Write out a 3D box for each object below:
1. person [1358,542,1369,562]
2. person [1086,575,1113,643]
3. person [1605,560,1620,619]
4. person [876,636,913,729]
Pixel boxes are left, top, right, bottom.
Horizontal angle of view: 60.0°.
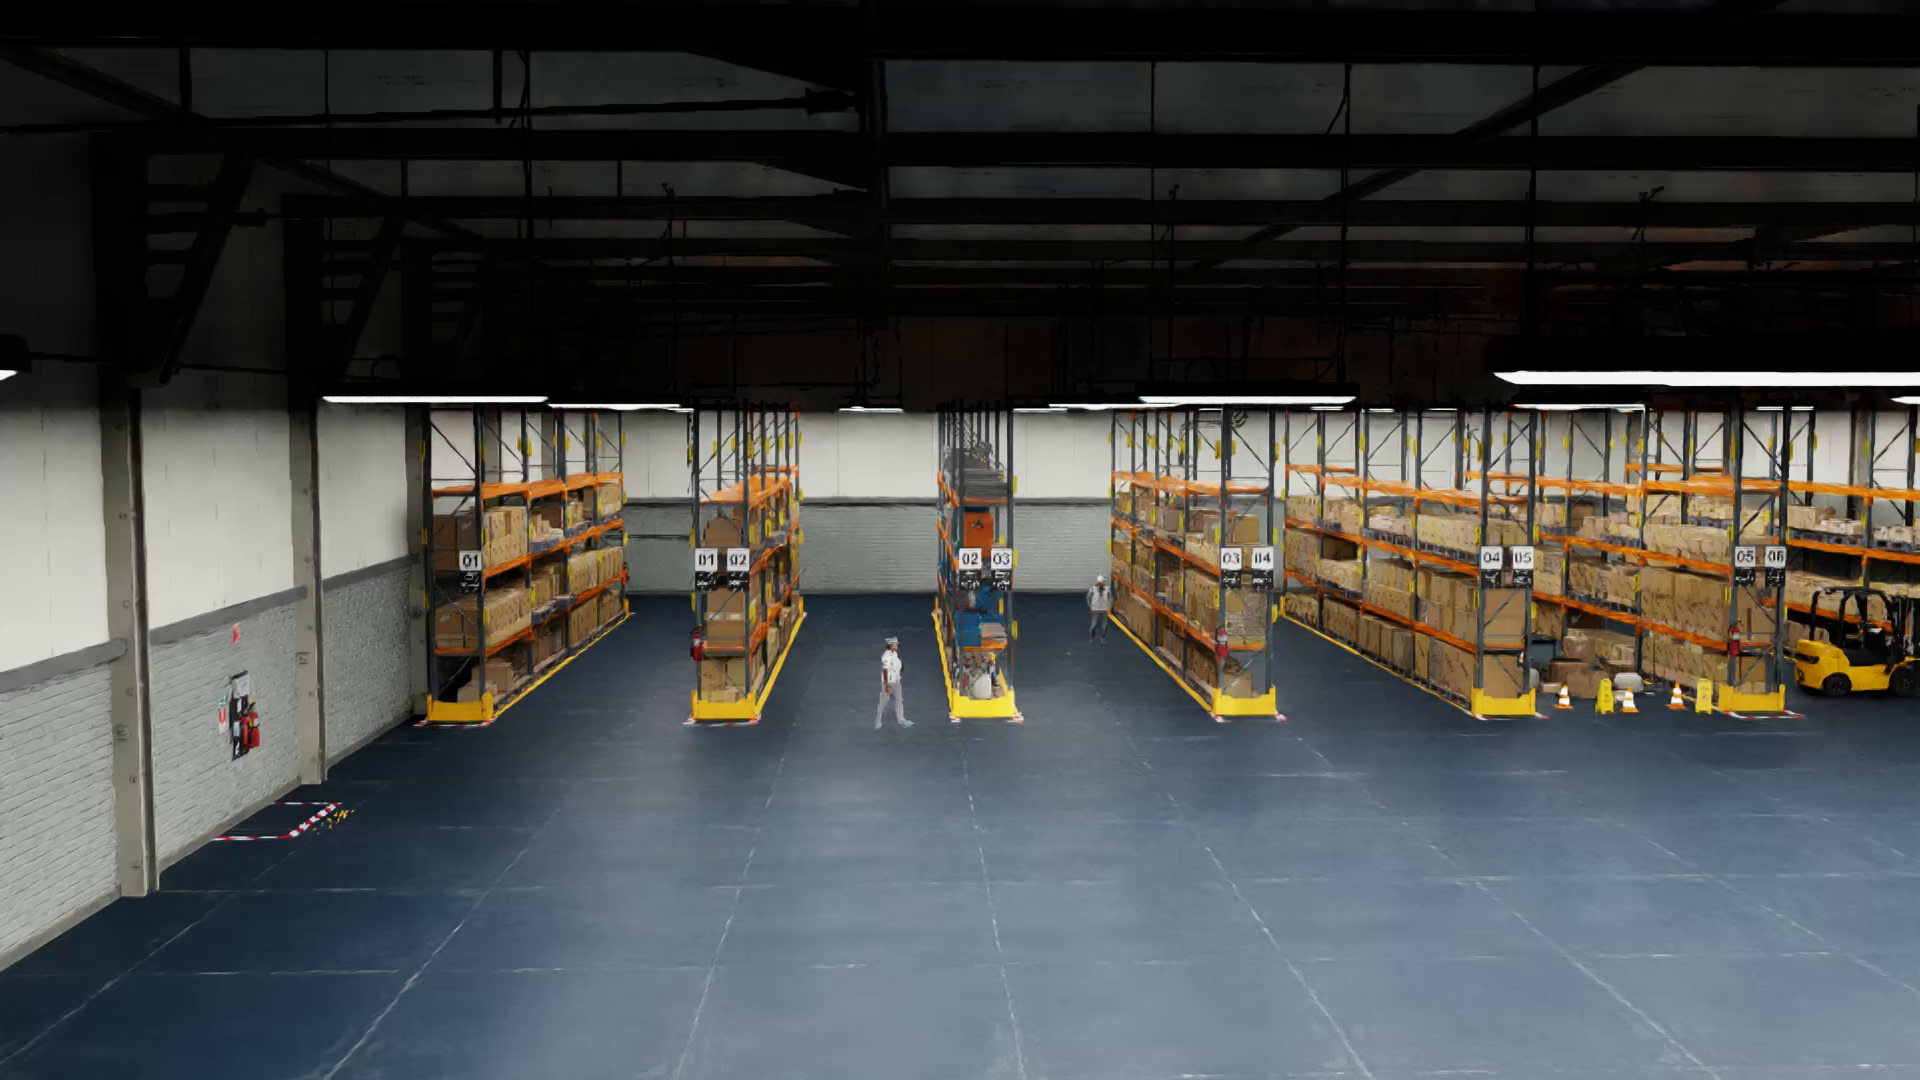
[{"bbox_3d":[12.582,0.878,52.236,0.624,1.768,0.604,3,5,33],"label":"person"},{"bbox_3d":[3.478,1.696,41.390,0.677,1.665,0.574,0,4,-4],"label":"person"},{"bbox_3d":[18.213,1.371,46.279,0.561,1.665,0.653,0,4,1],"label":"person"},{"bbox_3d":[-1.235,2.577,30.278,0.522,1.673,0.683,3,5,30],"label":"person"}]
